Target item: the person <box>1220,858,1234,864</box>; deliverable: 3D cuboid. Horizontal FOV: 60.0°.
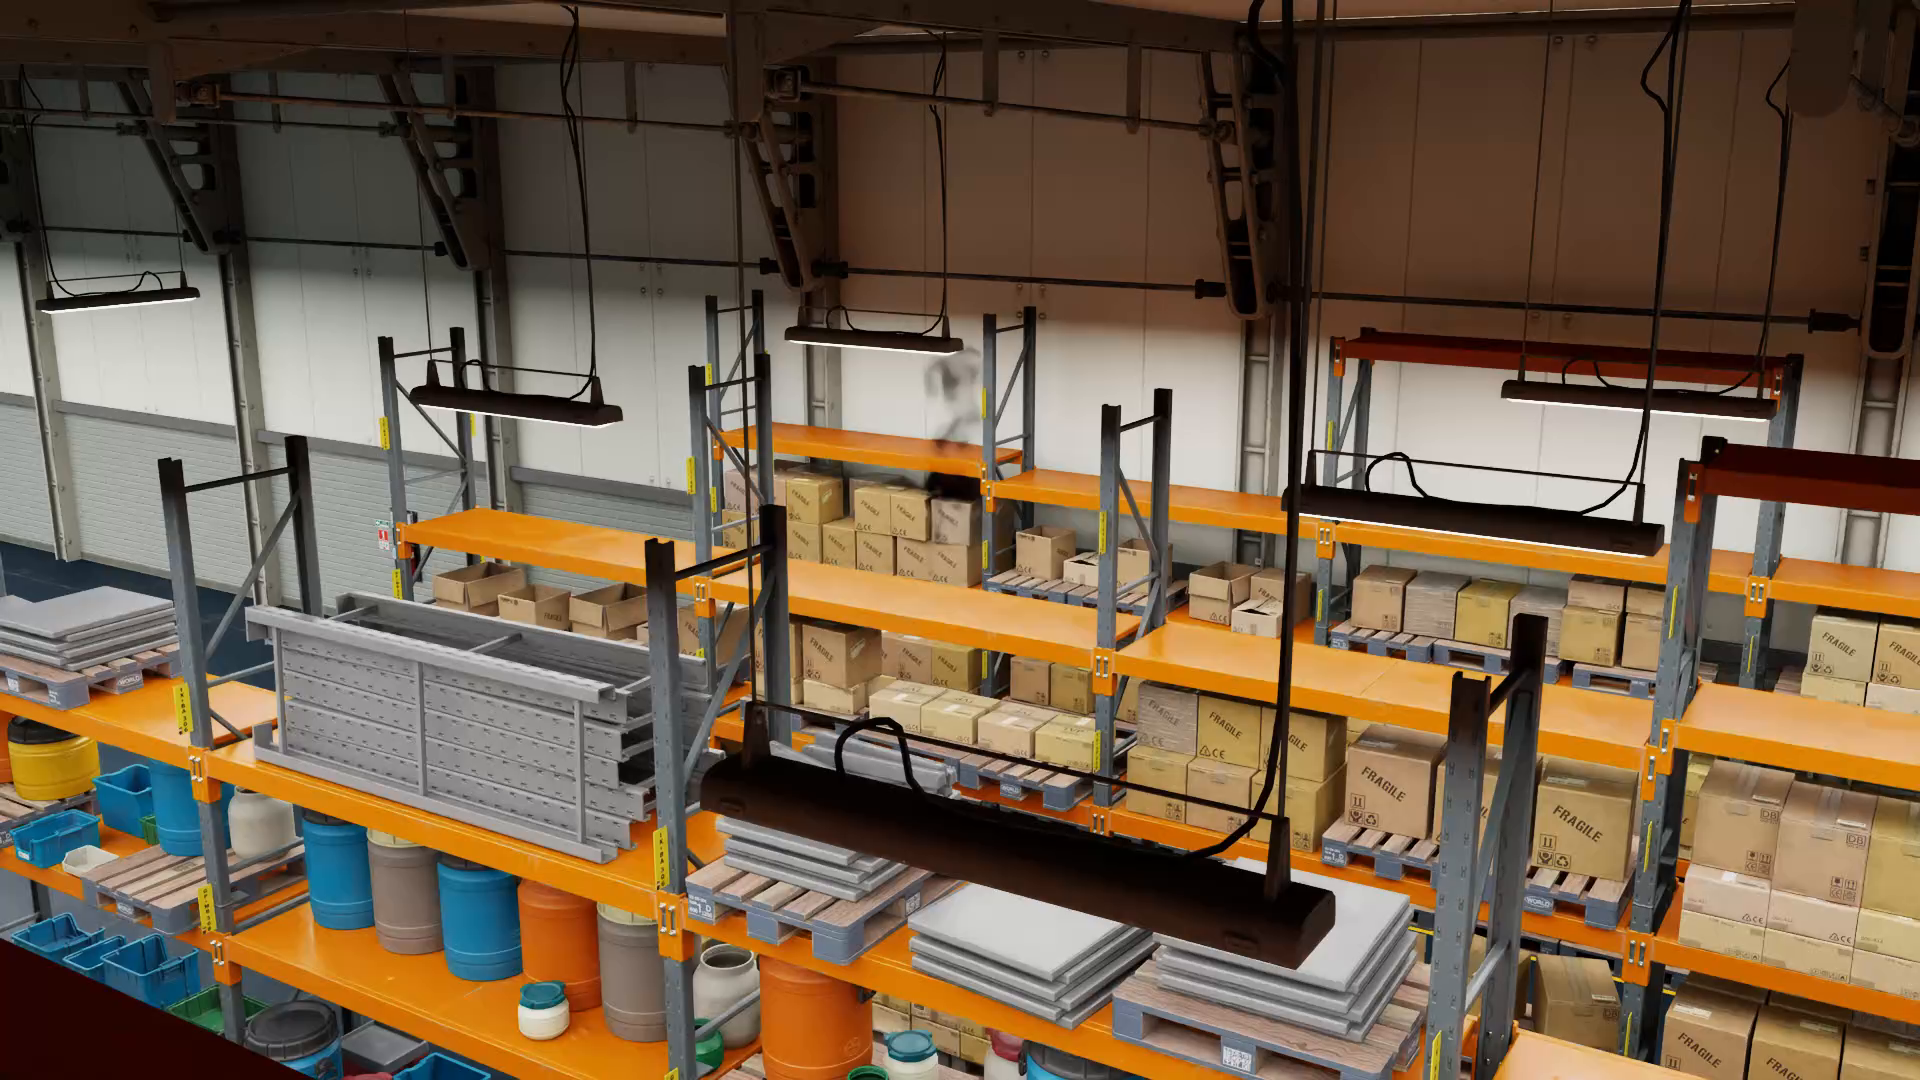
[{"bbox_3d":[2.648,3.662,15.172,0.692,1.620,0.608,8,16,30],"label":"person"}]
